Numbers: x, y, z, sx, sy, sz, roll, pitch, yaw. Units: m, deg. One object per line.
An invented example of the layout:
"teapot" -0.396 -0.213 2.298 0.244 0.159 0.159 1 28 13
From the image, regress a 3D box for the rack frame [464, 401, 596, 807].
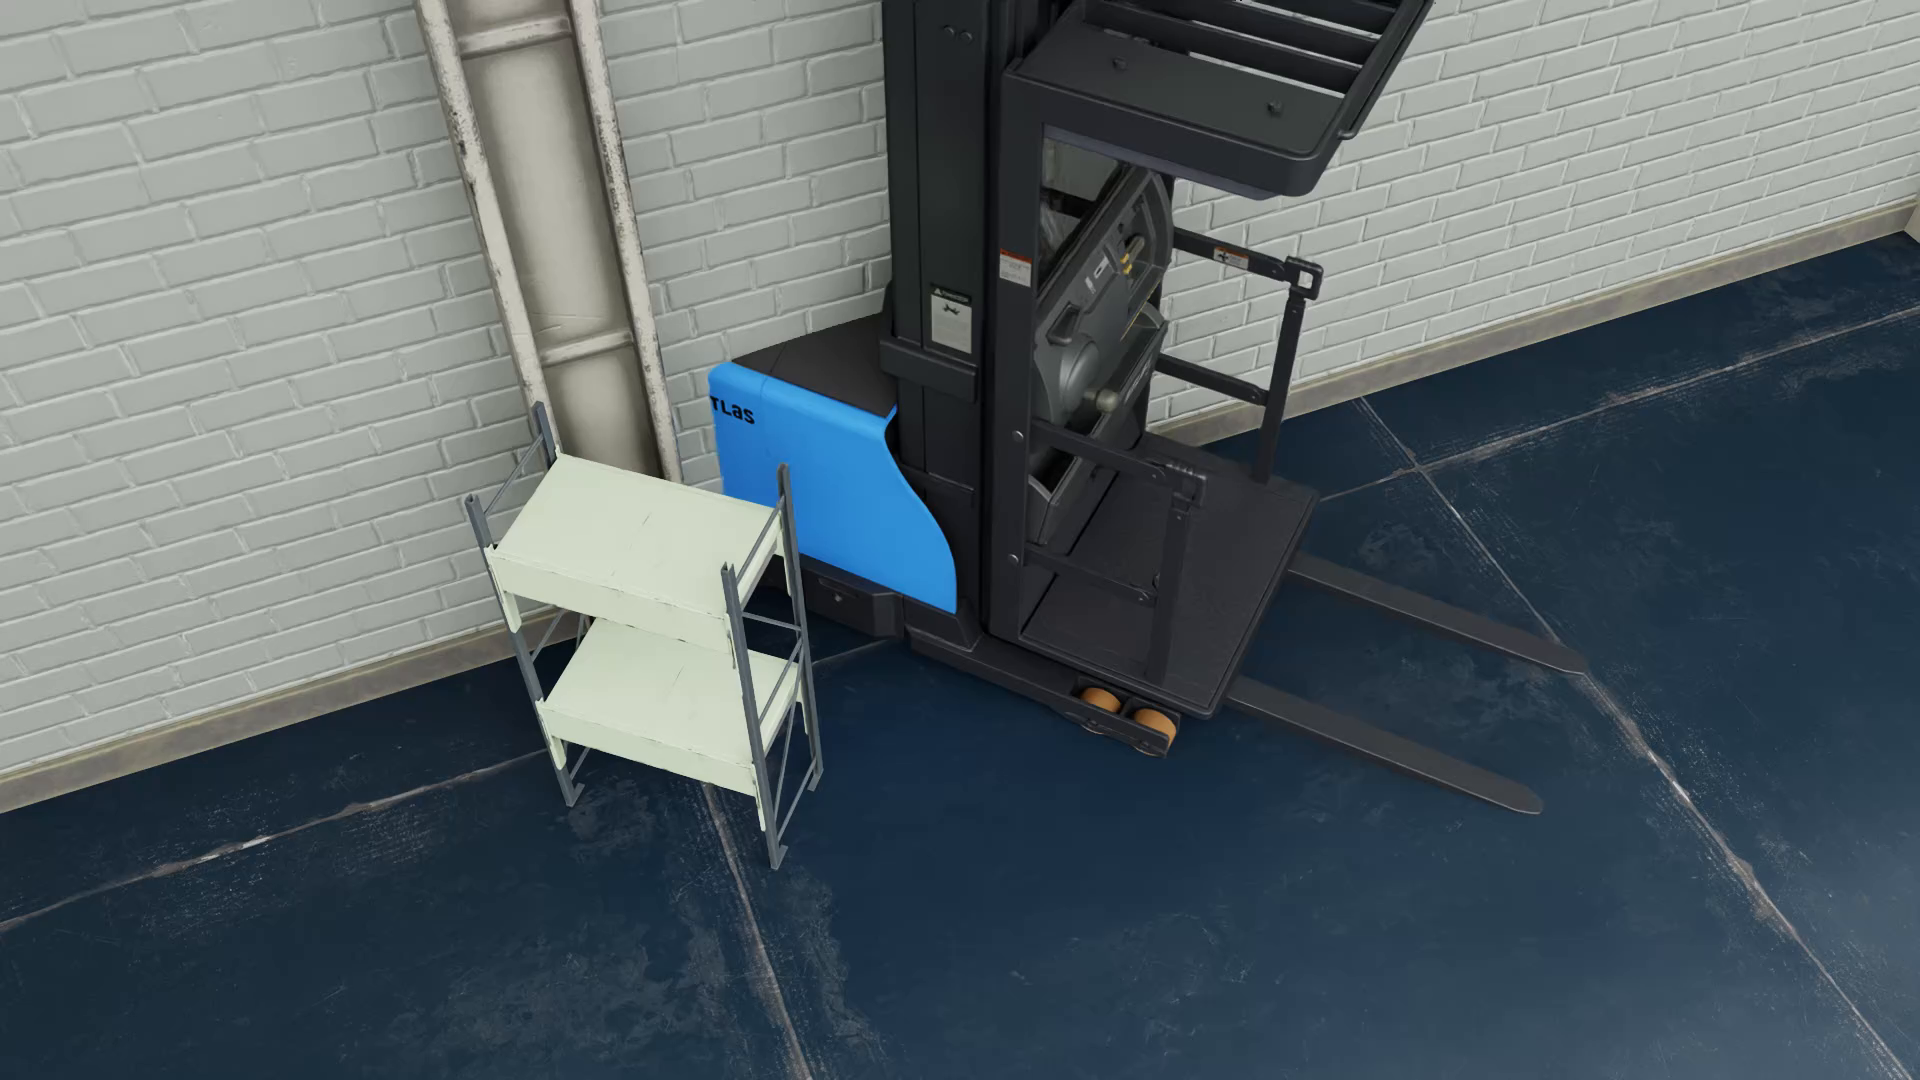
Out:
"rack frame" -1.226 0.248 5.048 0.023 1.500 0.400 14 51 12

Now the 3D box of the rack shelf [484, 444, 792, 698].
"rack shelf" -0.879 0.083 4.676 0.720 0.370 0.431 14 51 12

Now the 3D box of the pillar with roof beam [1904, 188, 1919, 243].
"pillar with roof beam" 6.079 -1.270 1.409 0.400 9.000 9.100 -17 52 -14

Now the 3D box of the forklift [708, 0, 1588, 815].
"forklift" 0.617 -0.692 4.912 3.031 2.935 1.130 21 53 17

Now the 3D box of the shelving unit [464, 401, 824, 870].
"shelving unit" -0.879 0.337 4.972 0.755 1.500 0.431 14 51 12

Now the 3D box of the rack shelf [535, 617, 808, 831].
"rack shelf" -0.879 0.549 5.219 0.720 0.370 0.431 14 51 12

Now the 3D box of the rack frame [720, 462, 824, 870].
"rack frame" -0.533 0.426 4.896 0.023 1.500 0.400 14 51 12
